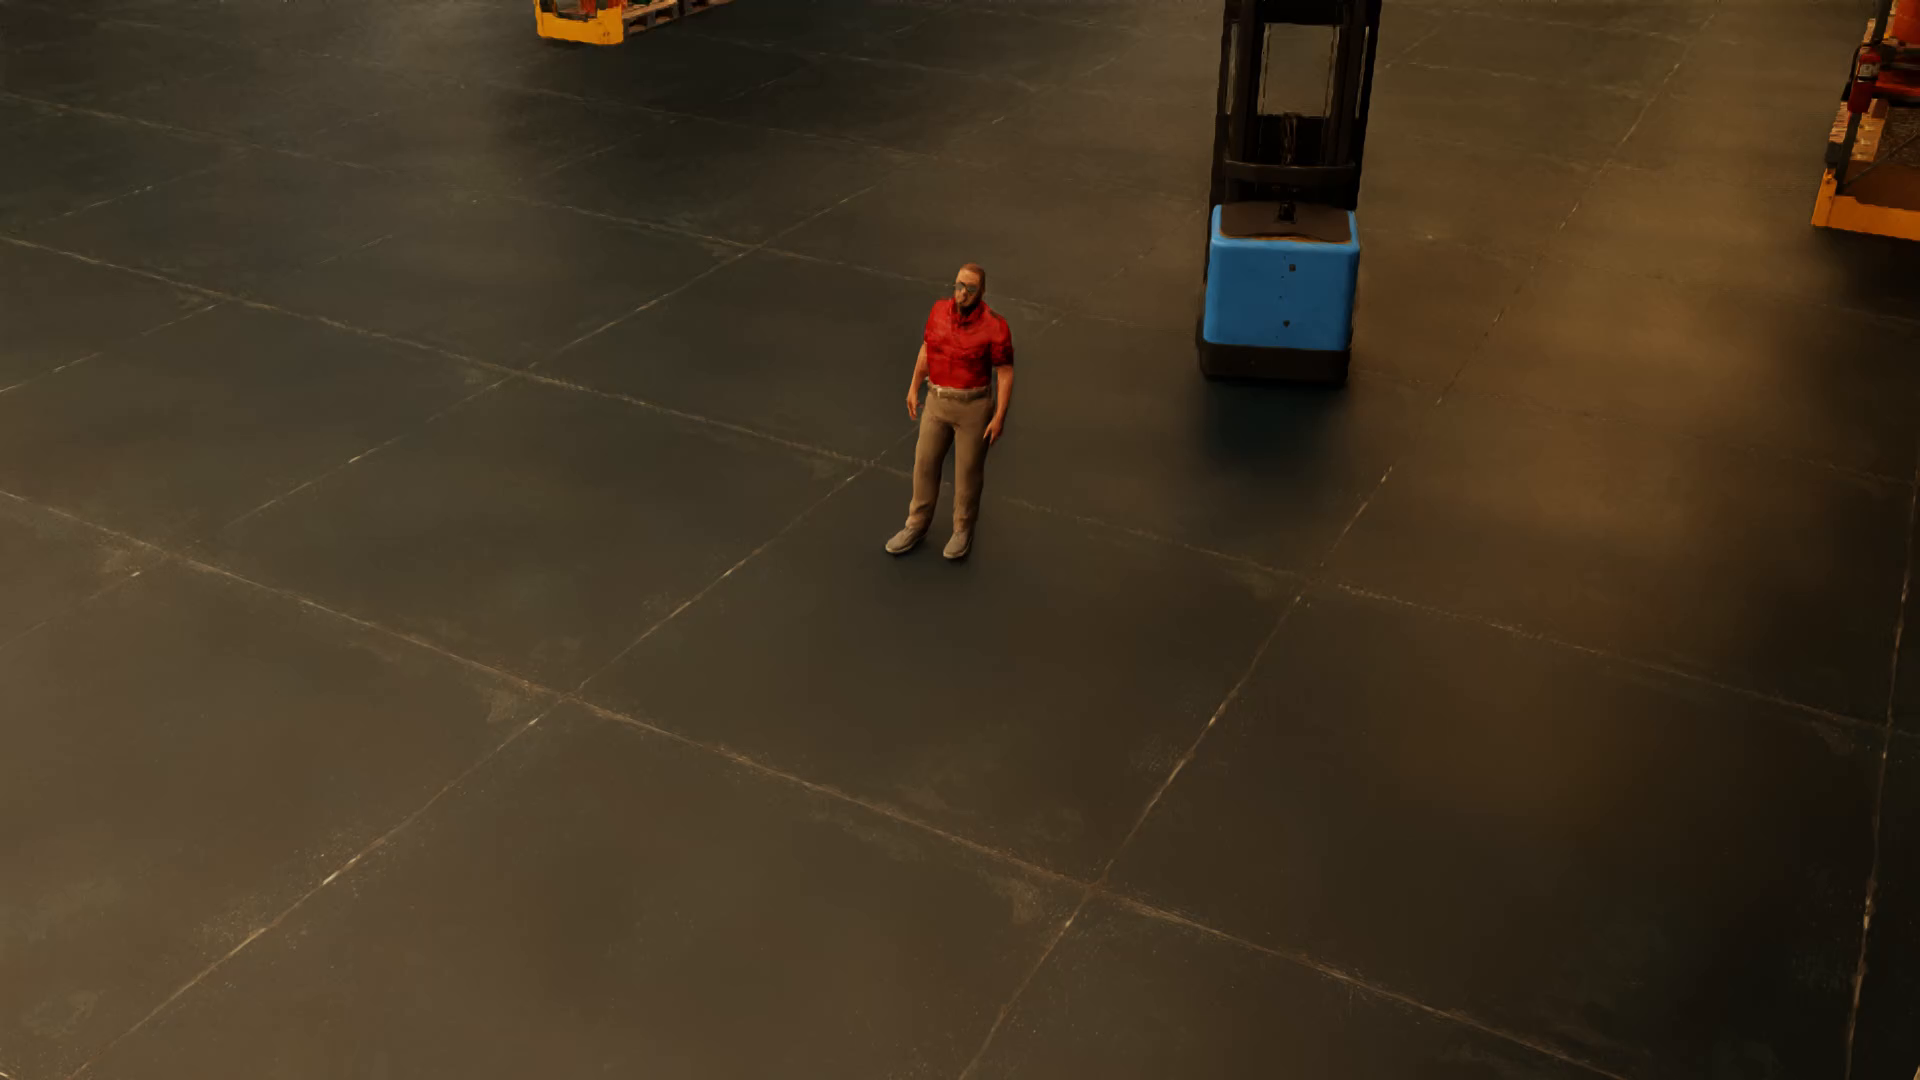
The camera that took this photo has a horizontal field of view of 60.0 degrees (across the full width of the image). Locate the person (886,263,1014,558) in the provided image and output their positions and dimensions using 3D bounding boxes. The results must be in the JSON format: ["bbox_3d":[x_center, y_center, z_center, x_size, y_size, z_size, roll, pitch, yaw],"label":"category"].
[{"bbox_3d":[-0.054,-0.689,9.521,0.640,1.659,0.550,15,33,25],"label":"person"}]

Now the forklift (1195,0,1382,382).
[{"bbox_3d":[2.461,-3.106,12.452,1.130,2.935,3.031,4,30,8],"label":"forklift"}]
